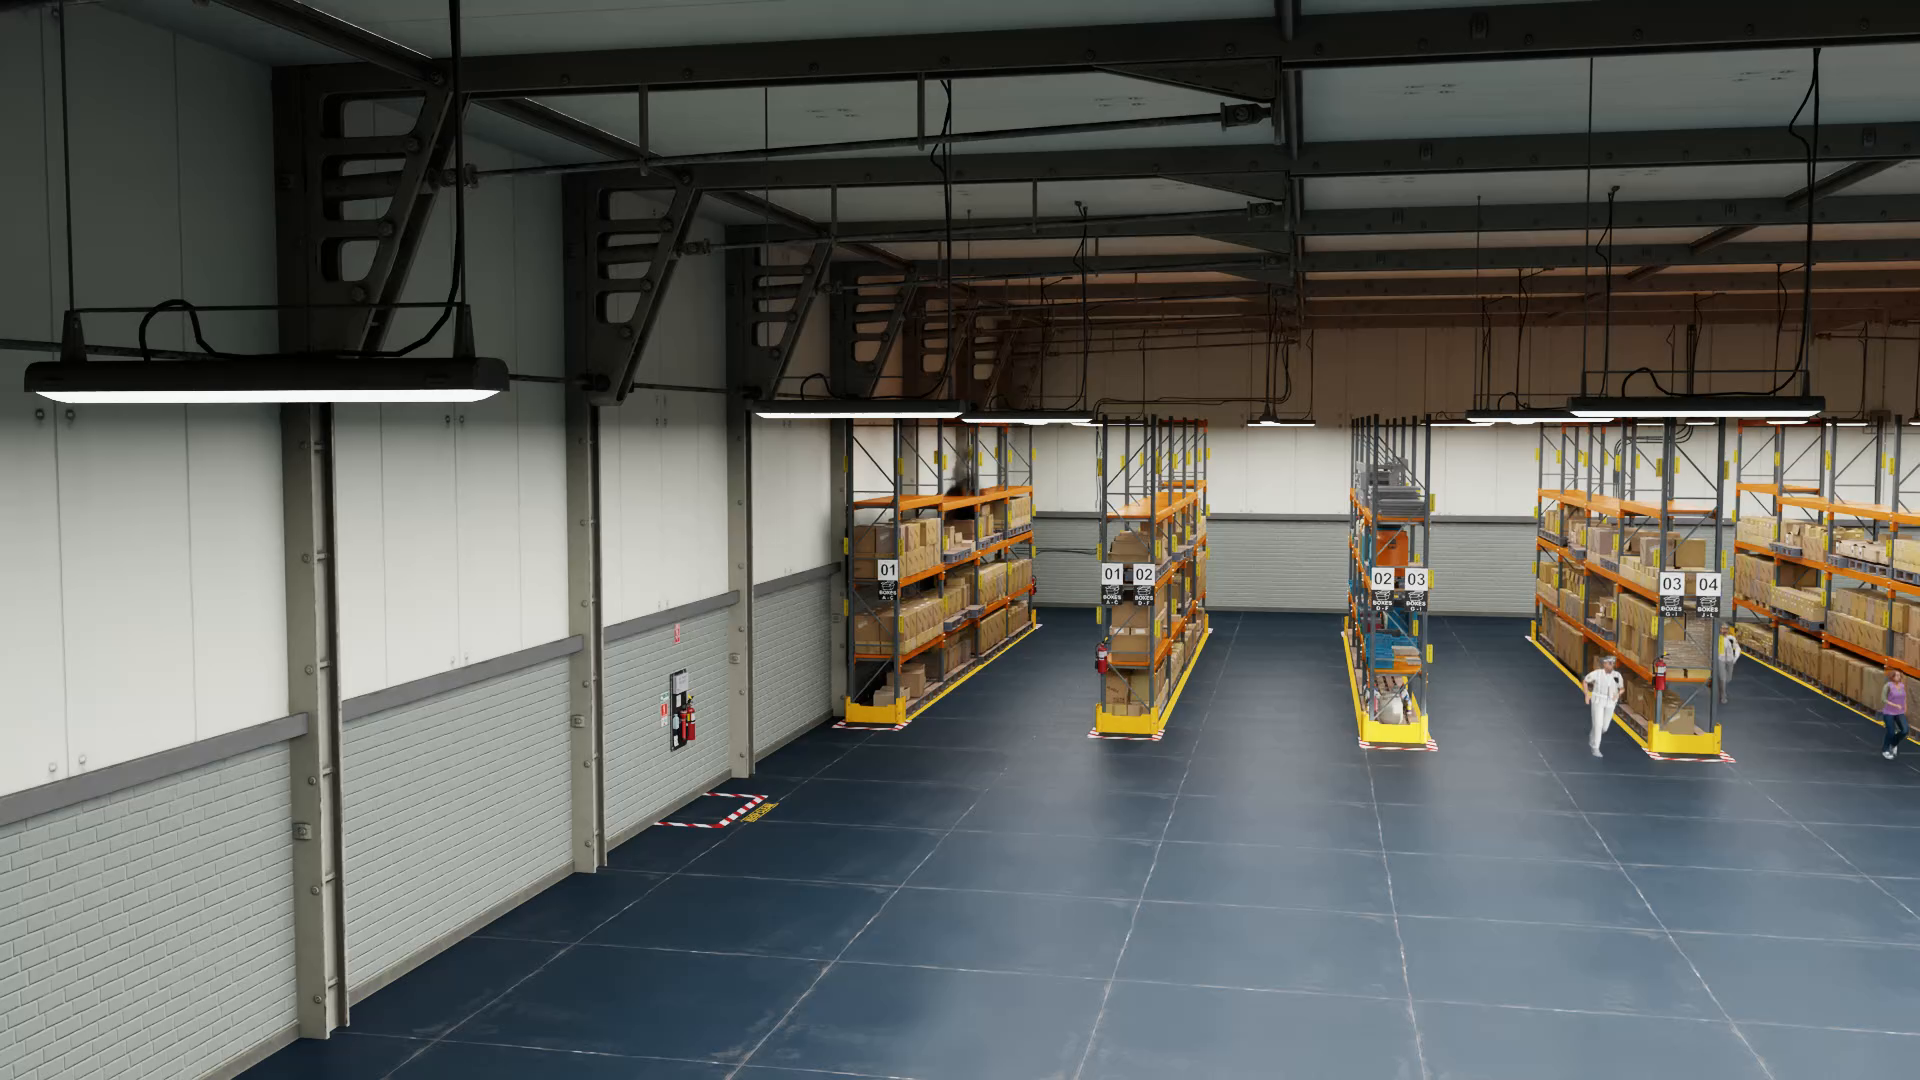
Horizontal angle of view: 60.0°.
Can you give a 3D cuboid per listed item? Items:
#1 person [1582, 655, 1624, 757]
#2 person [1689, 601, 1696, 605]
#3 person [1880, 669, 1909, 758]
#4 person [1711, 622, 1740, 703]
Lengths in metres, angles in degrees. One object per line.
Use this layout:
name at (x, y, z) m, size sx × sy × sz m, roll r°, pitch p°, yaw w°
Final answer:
person at (11.389, 2.913, 29.429) m, size 0.701 × 1.786 × 0.869 m, roll 0°, pitch 4°, yaw 3°
person at (18.891, 2.001, 42.702) m, size 0.697 × 1.831 × 0.779 m, roll 1°, pitch 4°, yaw 14°
person at (16.209, 3.017, 28.778) m, size 0.562 × 1.568 × 0.581 m, roll 0°, pitch 4°, yaw -5°
person at (16.102, 2.562, 35.063) m, size 0.624 × 1.699 × 0.680 m, roll 1°, pitch 4°, yaw 12°
